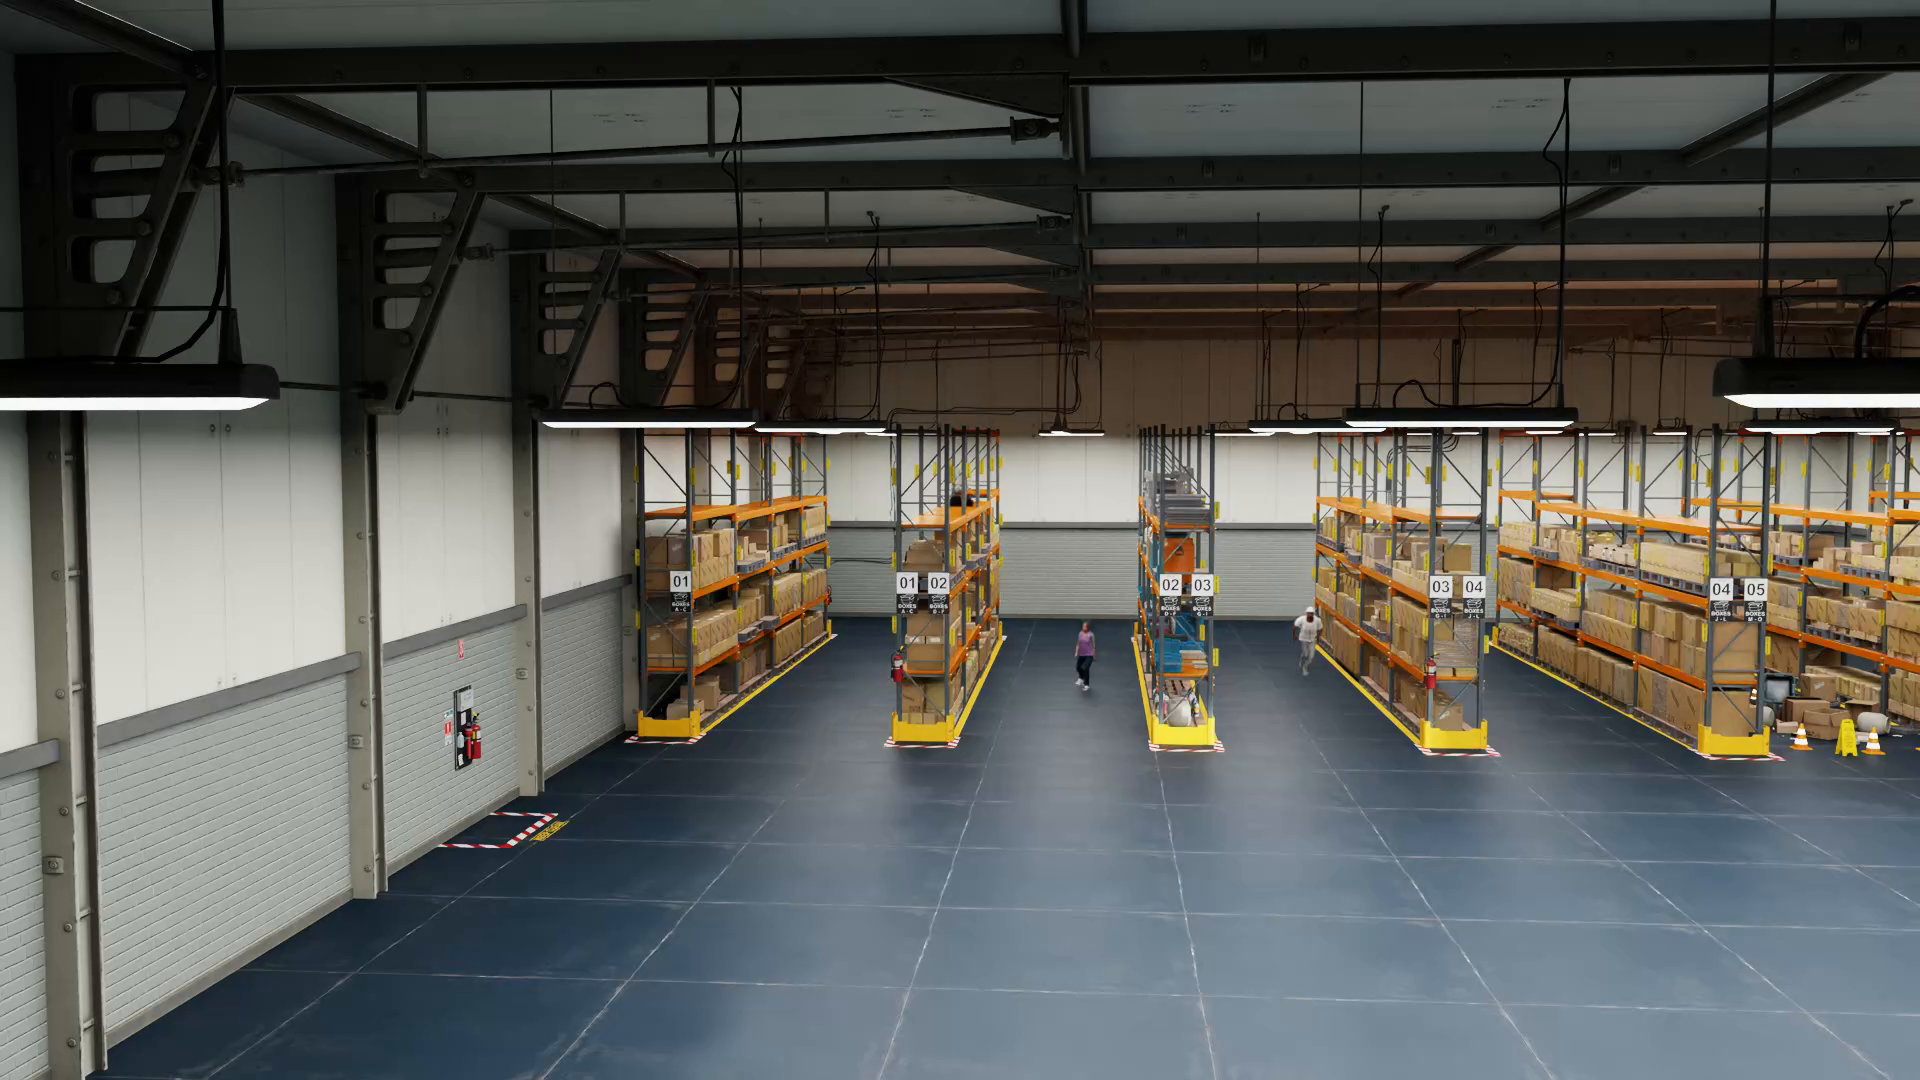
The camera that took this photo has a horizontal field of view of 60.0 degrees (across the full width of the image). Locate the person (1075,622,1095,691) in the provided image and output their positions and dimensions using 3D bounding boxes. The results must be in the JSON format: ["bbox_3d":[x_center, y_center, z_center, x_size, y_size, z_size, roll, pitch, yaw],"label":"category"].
[{"bbox_3d":[2.846,2.634,38.044,0.615,1.555,0.594,2,4,36],"label":"person"}]

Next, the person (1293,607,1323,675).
[{"bbox_3d":[8.413,2.434,40.119,0.653,1.674,0.695,0,4,-8],"label":"person"}]

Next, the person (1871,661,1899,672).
[{"bbox_3d":[22.580,2.442,40.519,0.600,1.658,0.827,-1,4,-10],"label":"person"}]

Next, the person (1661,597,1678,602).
[{"bbox_3d":[20.301,1.992,47.385,0.727,1.765,0.640,0,3,2],"label":"person"}]
